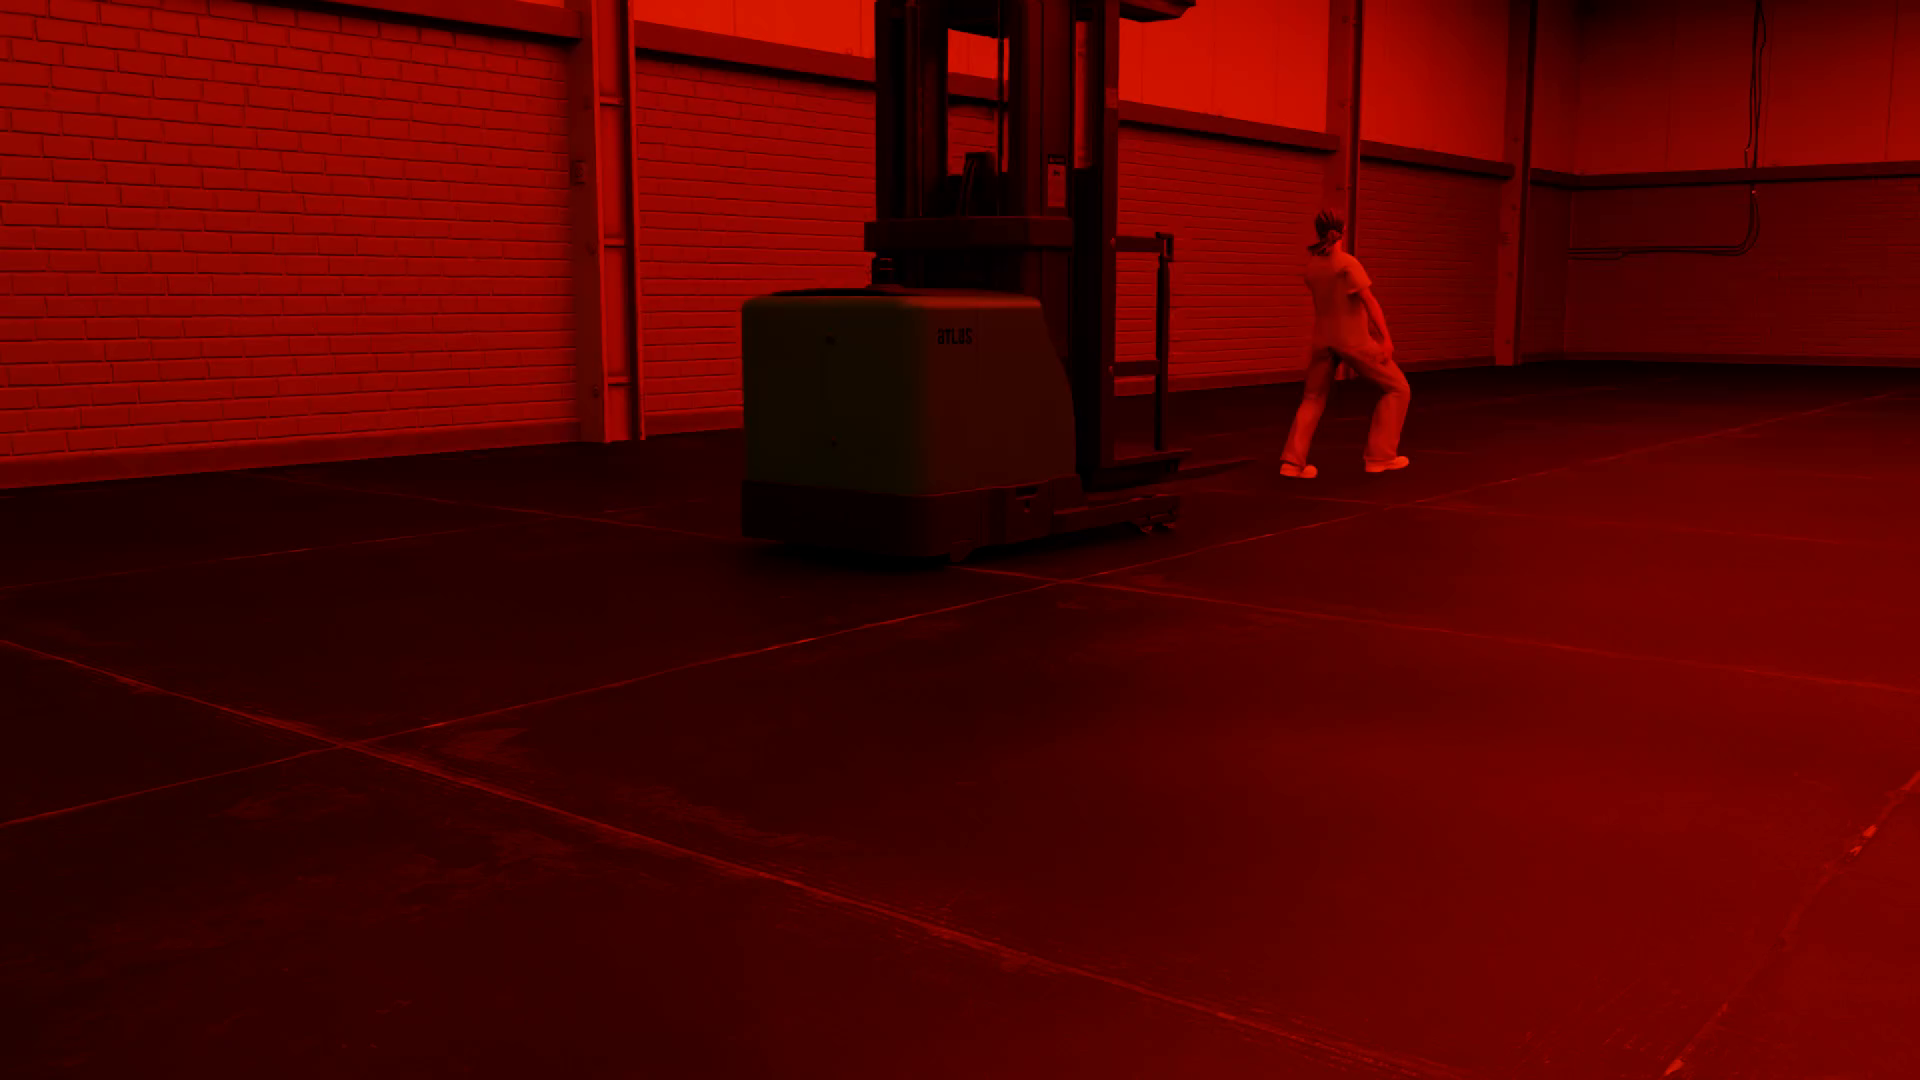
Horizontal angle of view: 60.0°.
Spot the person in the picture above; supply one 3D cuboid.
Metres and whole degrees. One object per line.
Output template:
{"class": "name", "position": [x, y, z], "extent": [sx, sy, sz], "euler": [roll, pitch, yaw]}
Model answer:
{"class": "person", "position": [2.323, -1.154, 9.838], "extent": [0.775, 1.585, 0.603], "euler": [-7, 11, -41]}

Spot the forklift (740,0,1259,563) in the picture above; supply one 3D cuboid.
{"class": "forklift", "position": [0.385, -1.524, 7.697], "extent": [1.130, 2.935, 3.031], "euler": [7, 11, 38]}
